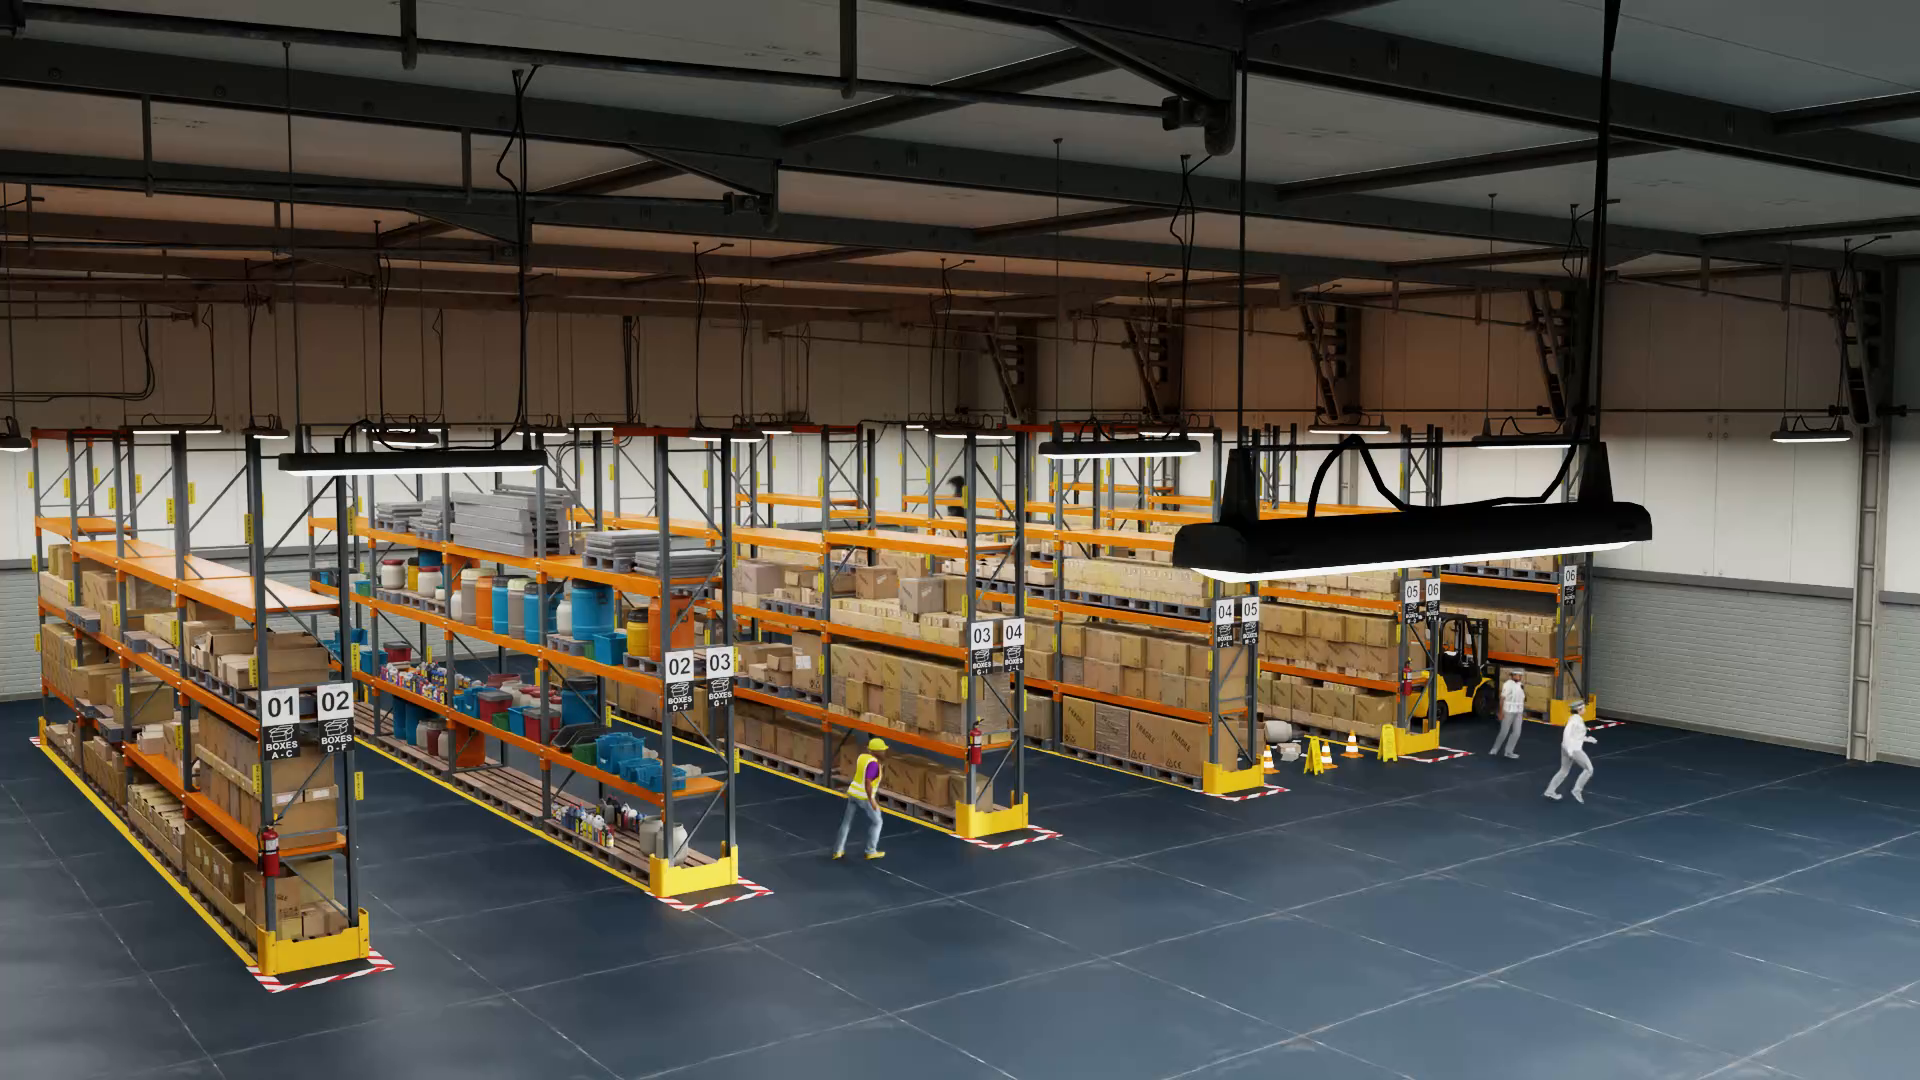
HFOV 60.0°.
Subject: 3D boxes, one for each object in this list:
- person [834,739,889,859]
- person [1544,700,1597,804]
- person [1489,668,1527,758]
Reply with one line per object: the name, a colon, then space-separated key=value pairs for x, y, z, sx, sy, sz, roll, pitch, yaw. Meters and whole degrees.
person: x=-1.333 y=3.645 z=23.504 sx=0.869 sy=1.695 sz=0.685 roll=-4 pitch=6 yaw=-41
person: x=9.853 y=3.409 z=26.768 sx=0.794 sy=1.698 sz=0.551 roll=0 pitch=4 yaw=4
person: x=9.960 y=3.138 z=30.246 sx=0.586 sy=1.648 sz=0.486 roll=-2 pitch=5 yaw=-27
